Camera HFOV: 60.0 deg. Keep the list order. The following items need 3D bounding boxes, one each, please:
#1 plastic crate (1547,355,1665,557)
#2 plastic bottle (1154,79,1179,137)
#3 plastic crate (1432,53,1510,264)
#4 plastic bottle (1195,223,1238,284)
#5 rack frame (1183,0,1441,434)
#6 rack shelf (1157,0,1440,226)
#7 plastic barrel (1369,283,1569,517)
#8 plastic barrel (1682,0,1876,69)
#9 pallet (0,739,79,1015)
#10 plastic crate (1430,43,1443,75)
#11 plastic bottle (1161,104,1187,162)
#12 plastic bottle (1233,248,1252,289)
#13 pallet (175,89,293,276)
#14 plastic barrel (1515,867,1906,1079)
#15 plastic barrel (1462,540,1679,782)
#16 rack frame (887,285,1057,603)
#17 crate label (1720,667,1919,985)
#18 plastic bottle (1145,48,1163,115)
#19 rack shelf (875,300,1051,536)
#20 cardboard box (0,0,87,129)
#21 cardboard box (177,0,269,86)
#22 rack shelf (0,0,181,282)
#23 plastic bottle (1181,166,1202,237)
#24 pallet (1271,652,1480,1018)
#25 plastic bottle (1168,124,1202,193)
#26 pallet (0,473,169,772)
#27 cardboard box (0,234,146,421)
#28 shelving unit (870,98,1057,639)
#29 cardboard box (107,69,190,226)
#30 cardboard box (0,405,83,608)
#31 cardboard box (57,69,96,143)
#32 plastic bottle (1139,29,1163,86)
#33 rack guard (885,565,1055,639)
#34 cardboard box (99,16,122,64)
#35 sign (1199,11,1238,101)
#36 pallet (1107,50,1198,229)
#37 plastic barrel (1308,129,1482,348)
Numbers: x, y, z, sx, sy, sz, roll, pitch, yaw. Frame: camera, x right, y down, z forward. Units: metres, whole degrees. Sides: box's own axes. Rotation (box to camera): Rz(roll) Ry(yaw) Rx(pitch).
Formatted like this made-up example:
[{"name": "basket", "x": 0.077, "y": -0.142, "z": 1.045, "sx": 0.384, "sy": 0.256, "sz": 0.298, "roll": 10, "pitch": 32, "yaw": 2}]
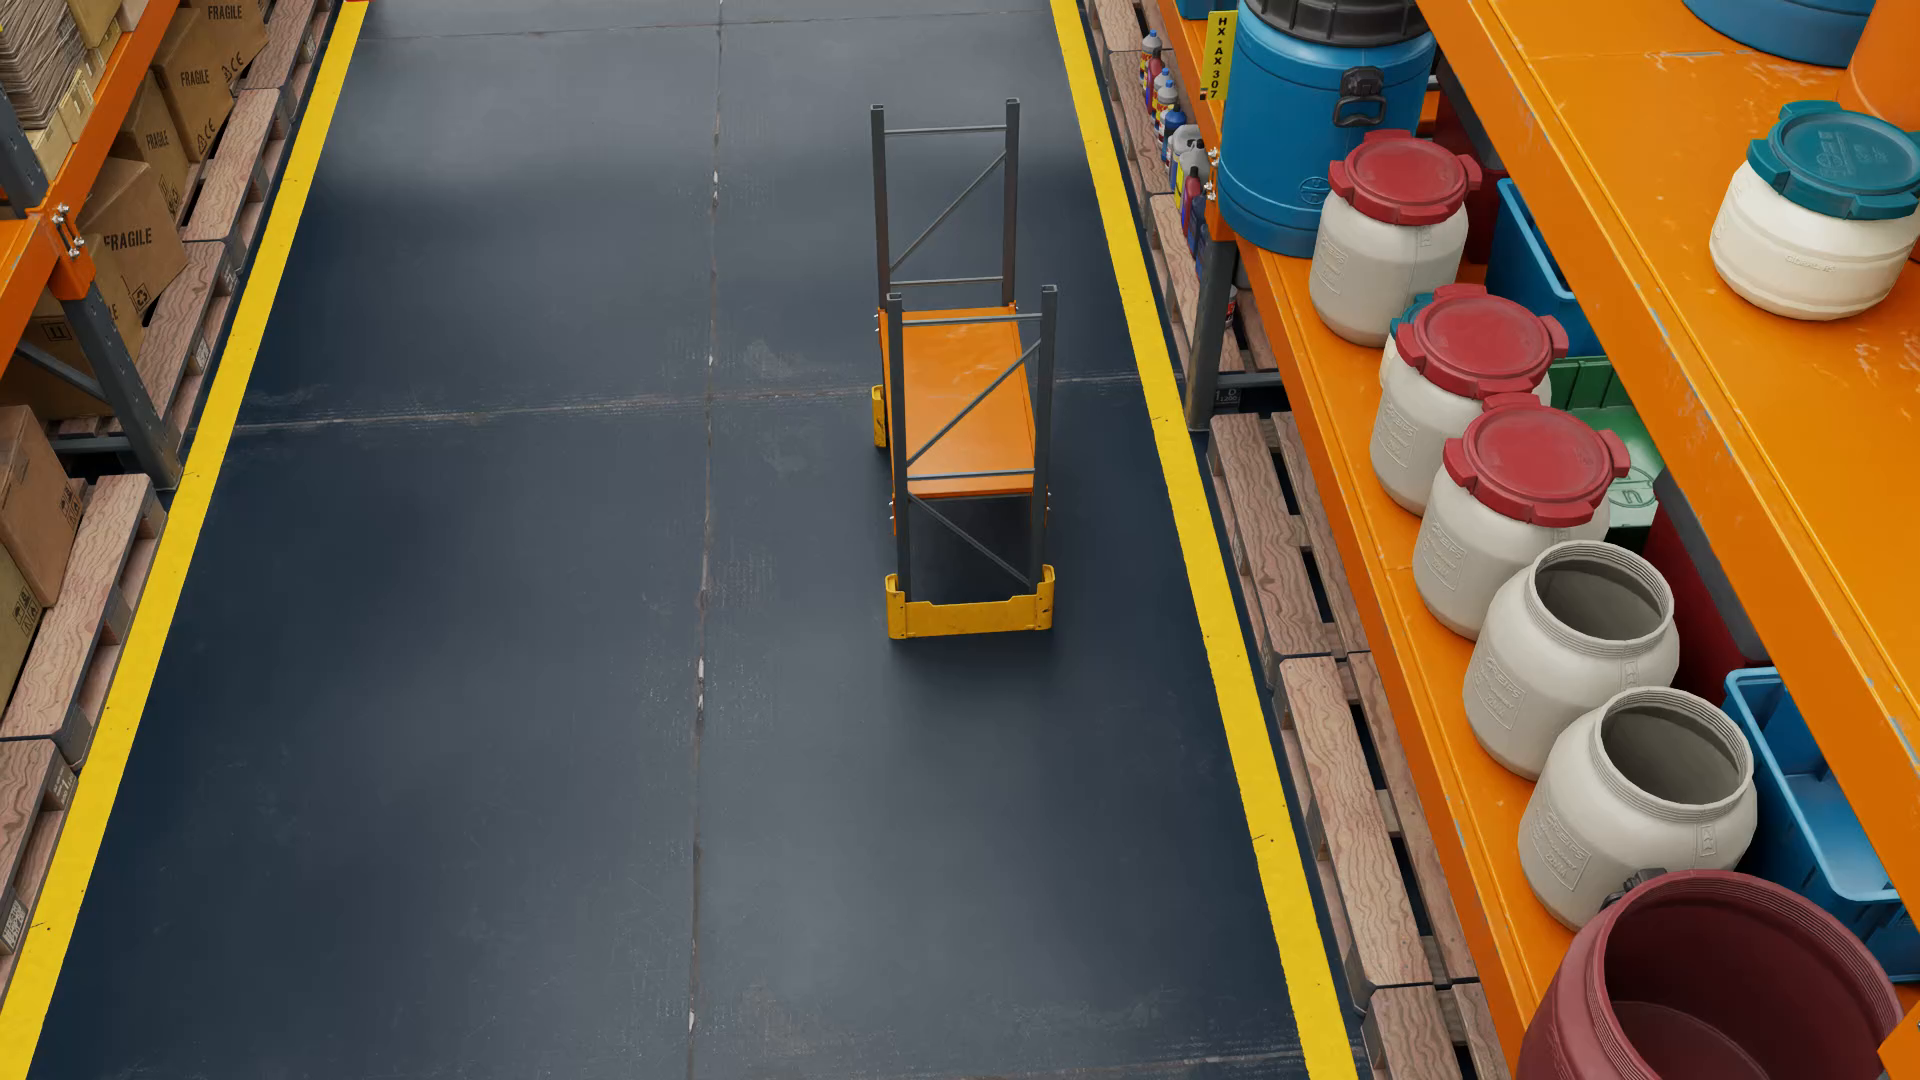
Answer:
[{"name": "plastic crate", "x": 1.834, "y": -0.217, "z": 4.535, "sx": 0.450, "sy": 0.188, "sz": 0.662, "roll": -3, "pitch": 47, "yaw": -3}, {"name": "plastic bottle", "x": 0.950, "y": -1.988, "z": 7.643, "sx": 0.097, "sy": 0.271, "sz": 0.097, "roll": 0, "pitch": 47, "yaw": 0}, {"name": "plastic crate", "x": 1.752, "y": -1.223, "z": 5.298, "sx": 0.402, "sy": 0.464, "sz": 0.583, "roll": -3, "pitch": 47, "yaw": -3}, {"name": "plastic bottle", "x": 1.066, "y": -1.221, "z": 6.862, "sx": 0.144, "sy": 0.351, "sz": 0.185, "roll": -5, "pitch": 47, "yaw": -4}, {"name": "rack frame", "x": 1.407, "y": -1.532, "z": 5.635, "sx": 1.000, "sy": 3.000, "sz": 0.127, "roll": -3, "pitch": 47, "yaw": -3}, {"name": "rack shelf", "x": 1.240, "y": -2.732, "z": 7.267, "sx": 1.077, "sy": 0.370, "sz": 4.000, "roll": -3, "pitch": 47, "yaw": -3}, {"name": "plastic barrel", "x": 1.330, "y": -0.343, "z": 4.415, "sx": 0.433, "sy": 0.535, "sz": 0.433, "roll": 0, "pitch": 47, "yaw": 0}, {"name": "plastic barrel", "x": 1.775, "y": -1.435, "z": 3.132, "sx": 0.600, "sy": 0.901, "sz": 0.708, "roll": -3, "pitch": 47, "yaw": -3}, {"name": "pallet", "x": -3.357, "y": 1.175, "z": 4.991, "sx": 1.003, "sy": 0.211, "sz": 1.213, "roll": -3, "pitch": 47, "yaw": -3}, {"name": "plastic crate", "x": 1.490, "y": -1.898, "z": 6.024, "sx": 0.767, "sy": 0.338, "sz": 0.504, "roll": -3, "pitch": 47, "yaw": -3}, {"name": "plastic bottle", "x": 0.967, "y": -1.842, "z": 7.505, "sx": 0.097, "sy": 0.271, "sz": 0.097, "roll": 0, "pitch": 47, "yaw": 0}, {"name": "plastic bottle", "x": 1.209, "y": -1.230, "z": 6.870, "sx": 0.144, "sy": 0.351, "sz": 0.185, "roll": -3, "pitch": 47, "yaw": -3}, {"name": "pallet", "x": -3.725, "y": -1.641, "z": 7.659, "sx": 1.003, "sy": 0.211, "sz": 1.213, "roll": -3, "pitch": 47, "yaw": -3}, {"name": "plastic barrel", "x": 1.401, "y": 0.998, "z": 3.146, "sx": 0.600, "sy": 0.536, "sz": 0.708, "roll": -3, "pitch": 47, "yaw": -3}, {"name": "plastic barrel", "x": 1.408, "y": 0.287, "z": 3.835, "sx": 0.421, "sy": 0.512, "sz": 0.421, "roll": 0, "pitch": 47, "yaw": 0}, {"name": "rack frame", "x": 0.035, "y": -0.210, "z": 5.416, "sx": 0.500, "sy": 1.500, "sz": 0.032, "roll": -3, "pitch": 47, "yaw": -3}, {"name": "crate label", "x": 1.928, "y": 0.614, "z": 3.578, "sx": 0.502, "sy": 0.435, "sz": 0.616, "roll": -3, "pitch": 47, "yaw": -3}, {"name": "plastic bottle", "x": 0.914, "y": -2.148, "z": 7.786, "sx": 0.061, "sy": 0.283, "sz": 0.133, "roll": -3, "pitch": 47, "yaw": -3}, {"name": "rack shelf", "x": -0.007, "y": -0.454, "z": 5.895, "sx": 0.538, "sy": 0.185, "sz": 1.000, "roll": -3, "pitch": 47, "yaw": -3}, {"name": "cardboard box", "x": -3.505, "y": -1.697, "z": 5.518, "sx": 0.875, "sy": 0.500, "sz": 0.500, "roll": -3, "pitch": 47, "yaw": -3}, {"name": "cardboard box", "x": -3.744, "y": -2.527, "z": 8.010, "sx": 0.500, "sy": 0.500, "sz": 0.500, "roll": 8, "pitch": 47, "yaw": 7}, {"name": "rack shelf", "x": -3.696, "y": -2.431, "z": 6.982, "sx": 1.077, "sy": 0.370, "sz": 4.000, "roll": -3, "pitch": 47, "yaw": -3}, {"name": "plastic bottle", "x": 0.995, "y": -1.452, "z": 7.127, "sx": 0.061, "sy": 0.283, "sz": 0.133, "roll": -1, "pitch": 47, "yaw": -1}, {"name": "pallet", "x": 1.617, "y": 0.877, "z": 5.274, "sx": 1.003, "sy": 0.211, "sz": 1.213, "roll": -3, "pitch": 47, "yaw": -3}, {"name": "plastic bottle", "x": 1.013, "y": -1.686, "z": 7.354, "sx": 0.152, "sy": 0.276, "sz": 0.135, "roll": -3, "pitch": 47, "yaw": -3}, {"name": "pallet", "x": -3.462, "y": 0.291, "z": 5.829, "sx": 1.003, "sy": 0.211, "sz": 1.213, "roll": -3, "pitch": 47, "yaw": -3}, {"name": "cardboard box", "x": -3.522, "y": -0.808, "z": 6.382, "sx": 0.500, "sy": 0.500, "sz": 0.500, "roll": -5, "pitch": 47, "yaw": -5}, {"name": "shelving unit", "x": -0.006, "y": -0.571, "z": 5.758, "sx": 0.587, "sy": 1.500, "sz": 1.083, "roll": -3, "pitch": 47, "yaw": -3}, {"name": "cardboard box", "x": -3.708, "y": -1.666, "z": 7.195, "sx": 0.500, "sy": 0.500, "sz": 0.500, "roll": -7, "pitch": 47, "yaw": -7}, {"name": "cardboard box", "x": -3.499, "y": -0.078, "z": 5.676, "sx": 0.700, "sy": 0.500, "sz": 0.500, "roll": -7, "pitch": 47, "yaw": -6}, {"name": "cardboard box", "x": -3.255, "y": -1.500, "z": 5.778, "sx": 0.380, "sy": 0.149, "sz": 0.250, "roll": -3, "pitch": 47, "yaw": -3}, {"name": "plastic bottle", "x": 0.913, "y": -2.309, "z": 7.947, "sx": 0.097, "sy": 0.271, "sz": 0.097, "roll": 0, "pitch": 47, "yaw": 0}, {"name": "rack guard", "x": 0.035, "y": 0.219, "z": 5.870, "sx": 0.587, "sy": 0.250, "sz": 0.087, "roll": -3, "pitch": 47, "yaw": -3}, {"name": "cardboard box", "x": -3.334, "y": -1.860, "z": 6.119, "sx": 0.380, "sy": 0.149, "sz": 0.250, "roll": -3, "pitch": 47, "yaw": -3}, {"name": "sign", "x": 0.858, "y": -1.602, "z": 5.511, "sx": 0.100, "sy": 0.325, "sz": 0.005, "roll": -3, "pitch": 47, "yaw": -3}, {"name": "pallet", "x": 1.287, "y": -1.947, "z": 7.948, "sx": 1.003, "sy": 0.211, "sz": 1.213, "roll": -3, "pitch": 47, "yaw": -3}, {"name": "plastic barrel", "x": 1.268, "y": -0.874, "z": 4.918, "sx": 0.433, "sy": 0.535, "sz": 0.433, "roll": 0, "pitch": 47, "yaw": 0}]
